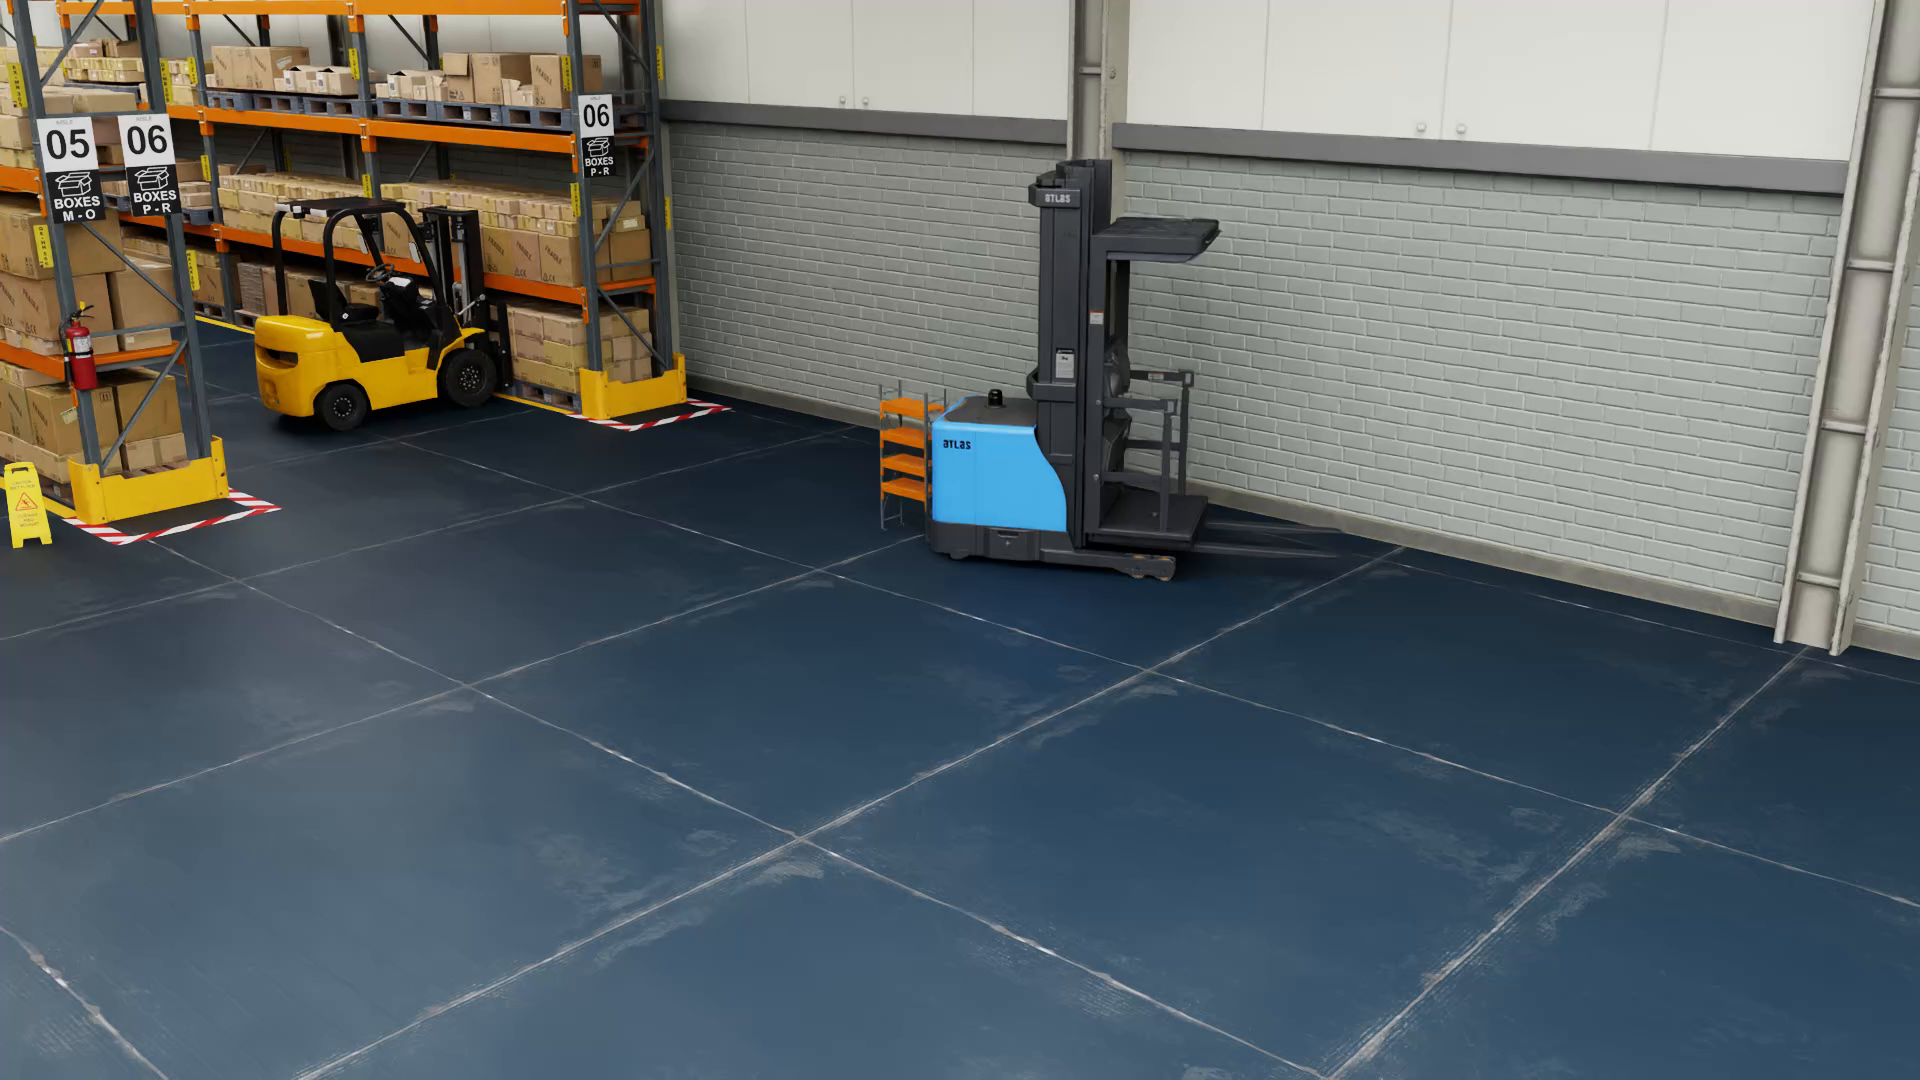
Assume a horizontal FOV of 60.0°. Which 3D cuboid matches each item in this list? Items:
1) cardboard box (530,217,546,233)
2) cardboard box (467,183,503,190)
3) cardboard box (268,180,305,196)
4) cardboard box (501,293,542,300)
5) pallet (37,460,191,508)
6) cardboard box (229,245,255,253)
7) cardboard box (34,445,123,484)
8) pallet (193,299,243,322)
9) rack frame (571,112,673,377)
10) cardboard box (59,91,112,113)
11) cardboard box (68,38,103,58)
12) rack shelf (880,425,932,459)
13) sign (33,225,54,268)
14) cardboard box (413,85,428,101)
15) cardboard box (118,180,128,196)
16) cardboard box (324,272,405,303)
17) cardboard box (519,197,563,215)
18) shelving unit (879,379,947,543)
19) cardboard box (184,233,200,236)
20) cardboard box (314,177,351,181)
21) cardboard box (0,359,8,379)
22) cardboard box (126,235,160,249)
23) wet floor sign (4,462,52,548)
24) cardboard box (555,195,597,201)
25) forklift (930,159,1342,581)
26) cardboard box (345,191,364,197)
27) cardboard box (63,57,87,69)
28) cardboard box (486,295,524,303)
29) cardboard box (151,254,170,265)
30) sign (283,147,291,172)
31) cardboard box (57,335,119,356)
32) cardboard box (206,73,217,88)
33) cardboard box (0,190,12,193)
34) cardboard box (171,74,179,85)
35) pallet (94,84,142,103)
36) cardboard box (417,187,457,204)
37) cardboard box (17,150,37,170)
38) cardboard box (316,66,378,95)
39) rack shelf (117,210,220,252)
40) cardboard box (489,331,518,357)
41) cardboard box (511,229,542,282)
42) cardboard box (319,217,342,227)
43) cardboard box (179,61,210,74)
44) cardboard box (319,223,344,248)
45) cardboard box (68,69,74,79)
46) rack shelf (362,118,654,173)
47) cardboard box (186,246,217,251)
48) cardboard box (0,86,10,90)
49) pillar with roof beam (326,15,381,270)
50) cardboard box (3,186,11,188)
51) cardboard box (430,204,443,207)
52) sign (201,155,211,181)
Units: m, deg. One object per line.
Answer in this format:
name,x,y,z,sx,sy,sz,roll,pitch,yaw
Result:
cardboard box,-4.236,-3.292,17.290,0.250,0.149,0.380,16,23,40
cardboard box,-5.383,-3.979,18.961,0.250,0.149,0.380,14,23,38
cardboard box,-8.395,-4.395,20.763,0.250,0.149,0.380,16,23,40
cardboard box,-4.782,-2.631,18.642,0.500,0.250,0.500,14,23,38
pallet,-7.359,-0.552,14.503,1.213,0.211,1.003,15,23,39
cardboard box,-10.013,-4.010,23.153,0.250,0.149,0.380,15,23,40
cardboard box,-7.519,-0.691,14.181,0.500,0.250,0.500,15,23,39
pallet,-9.943,-3.254,23.018,1.213,0.211,1.003,15,23,39
rack frame,-3.426,-2.819,17.035,0.127,3.000,1.000,15,23,39
cardboard box,-7.048,-3.550,13.476,0.250,0.149,0.380,15,23,39
cardboard box,-12.408,-6.986,23.586,0.258,0.266,0.396,15,23,39
rack shelf,-0.367,-0.774,13.051,0.480,0.148,0.258,15,23,40
sign,-7.102,-2.276,12.888,0.005,0.325,0.100,15,23,39
cardboard box,-5.709,-4.867,18.085,0.250,0.149,0.380,16,24,41
cardboard box,-11.617,-4.999,23.431,0.258,0.266,0.396,17,24,42
cardboard box,-7.391,-2.950,20.680,0.625,0.625,0.875,15,23,39
cardboard box,-4.390,-3.497,17.444,0.250,0.149,0.380,15,23,40
shelving unit,-0.367,-0.625,13.098,0.503,1.200,0.258,15,23,40
cardboard box,-11.338,-4.394,24.363,0.250,0.149,0.380,14,22,37
cardboard box,-7.993,-4.535,21.204,0.250,0.149,0.380,15,23,38
cardboard box,-8.192,-1.516,14.470,0.250,0.149,0.380,16,24,42
cardboard box,-11.852,-4.327,24.153,0.250,0.149,0.380,14,22,36
wet floor sign,-7.286,-0.293,12.967,0.267,0.644,0.232,-9,20,-27
cardboard box,-4.091,-3.596,17.755,0.250,0.149,0.380,15,23,40
forklift,1.350,-1.278,12.293,3.031,2.935,1.130,5,18,14
cardboard box,-7.026,-4.045,19.661,0.250,0.149,0.380,15,23,38
cardboard box,-12.469,-6.769,23.586,0.250,0.149,0.380,16,24,41
cardboard box,-5.122,-2.511,18.262,0.500,0.250,0.500,14,23,38
cardboard box,-11.030,-3.778,23.494,0.500,0.500,0.500,14,22,37
sign,-9.044,-5.103,22.319,0.005,0.325,0.100,15,23,39
cardboard box,-7.140,-1.602,13.616,0.250,0.149,0.380,16,24,41
cardboard box,-9.351,-5.853,21.162,0.250,0.166,0.380,15,23,39
cardboard box,-8.800,-2.812,14.705,0.500,0.500,0.700,14,23,38
cardboard box,-10.195,-6.105,22.020,0.250,0.149,0.380,16,23,40
pallet,-11.183,-6.214,23.085,1.003,0.211,1.213,15,23,39
cardboard box,-5.800,-3.833,18.502,0.250,0.149,0.380,16,23,40
cardboard box,-7.171,-3.013,13.105,0.250,0.149,0.380,15,23,39
cardboard box,-7.121,-5.347,19.331,0.500,0.311,0.500,14,22,38
rack shelf,-10.906,-4.484,23.471,4.000,0.370,1.077,15,23,39
cardboard box,-4.766,-2.176,18.034,0.500,0.250,0.500,14,23,38
cardboard box,-4.351,-3.012,17.479,0.500,0.500,0.500,16,24,41
cardboard box,-7.345,-3.931,19.962,0.500,0.250,0.500,14,23,38
cardboard box,-9.990,-6.194,21.809,0.250,0.149,0.380,14,22,37
cardboard box,-7.348,-3.692,20.035,0.500,0.250,0.500,15,23,39
cardboard box,-12.442,-6.636,23.660,0.250,0.149,0.380,15,23,40
rack shelf,-4.922,-4.307,17.956,4.000,0.370,1.077,15,23,39
cardboard box,-10.507,-3.959,22.993,0.250,0.149,0.380,16,24,41
cardboard box,-8.313,-3.929,14.671,0.250,0.149,0.380,15,23,40
pillar with roof beam,-10.694,-6.253,17.938,0.400,9.000,9.100,15,23,39
cardboard box,-15.109,-5.743,26.664,0.250,0.149,0.380,16,23,41
cardboard box,-5.616,-3.638,18.380,0.250,0.149,0.380,15,23,39
sign,-9.763,-4.815,21.540,0.005,0.325,0.100,15,23,39
